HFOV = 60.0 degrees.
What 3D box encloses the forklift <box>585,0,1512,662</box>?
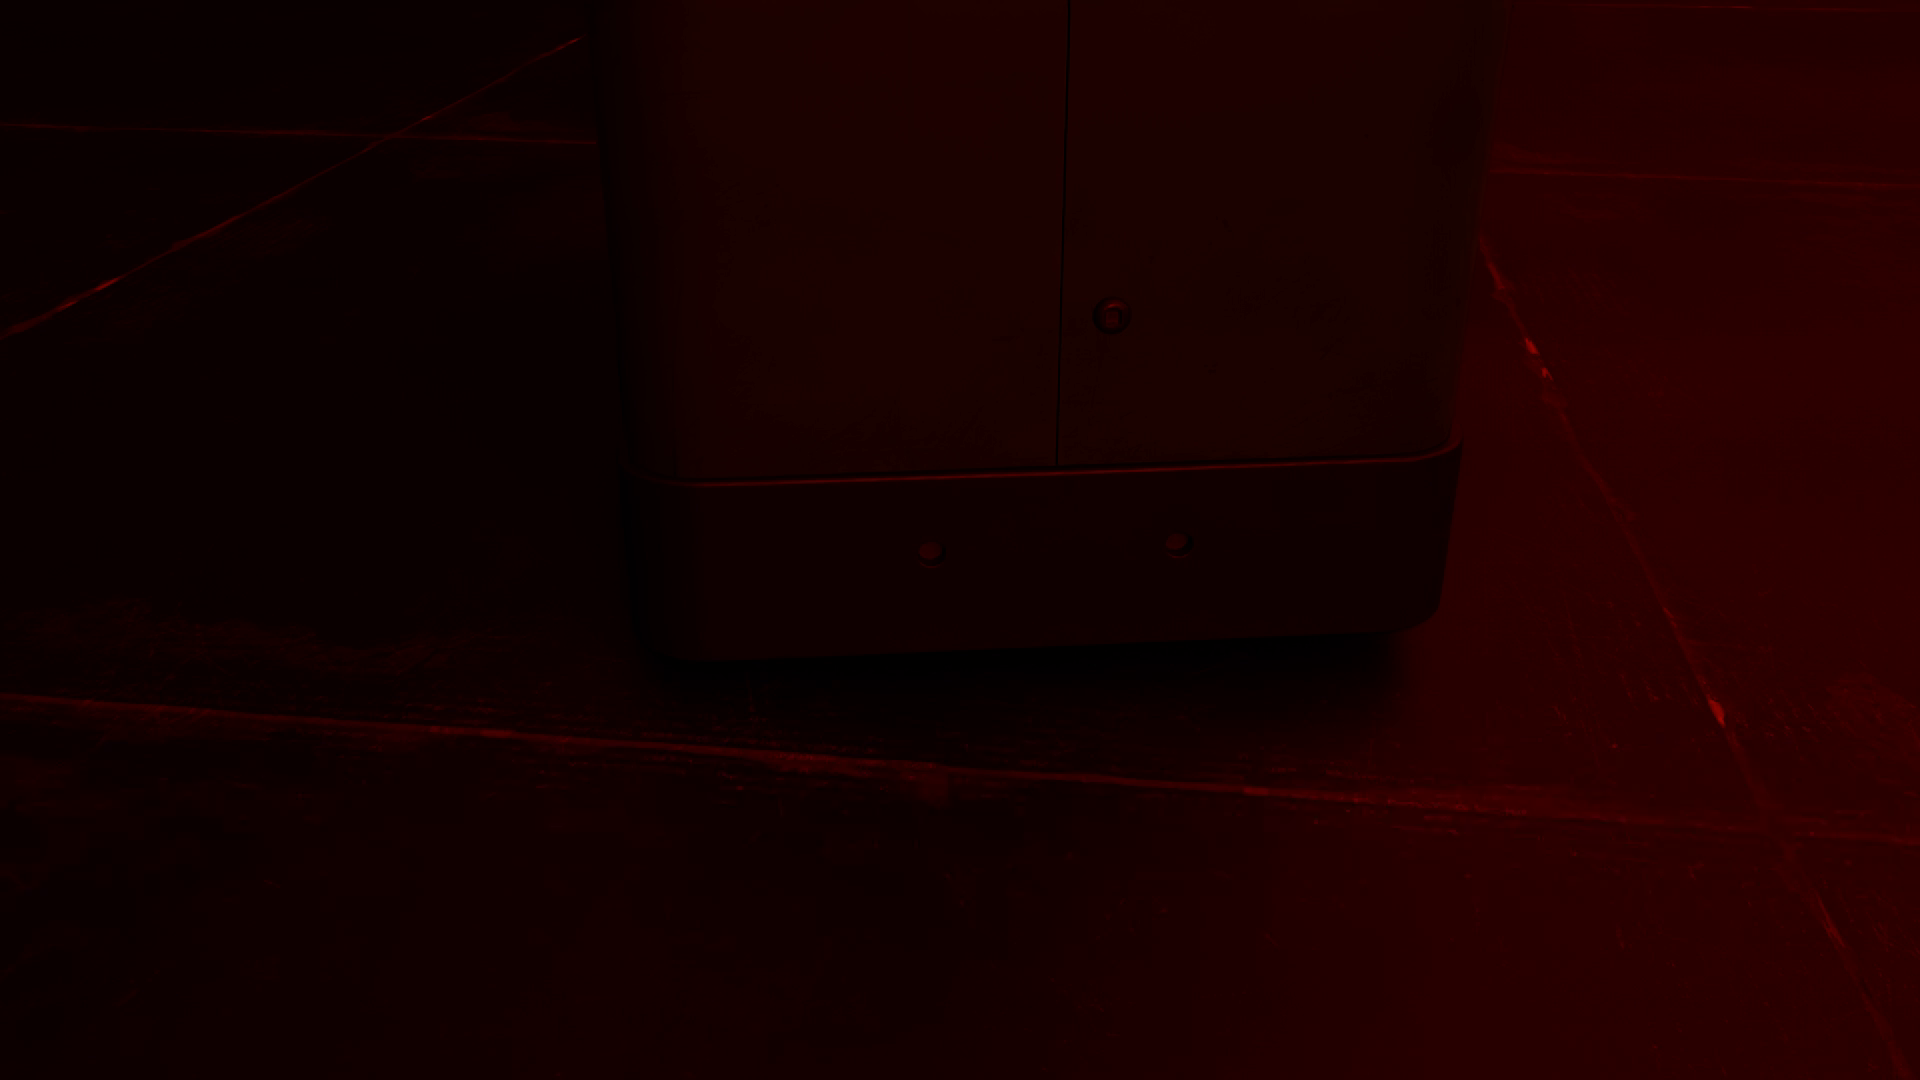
[{"bbox_3d":[-0.015,-1.787,2.799,1.130,2.935,3.031,-2,27,-4],"label":"forklift"}]
